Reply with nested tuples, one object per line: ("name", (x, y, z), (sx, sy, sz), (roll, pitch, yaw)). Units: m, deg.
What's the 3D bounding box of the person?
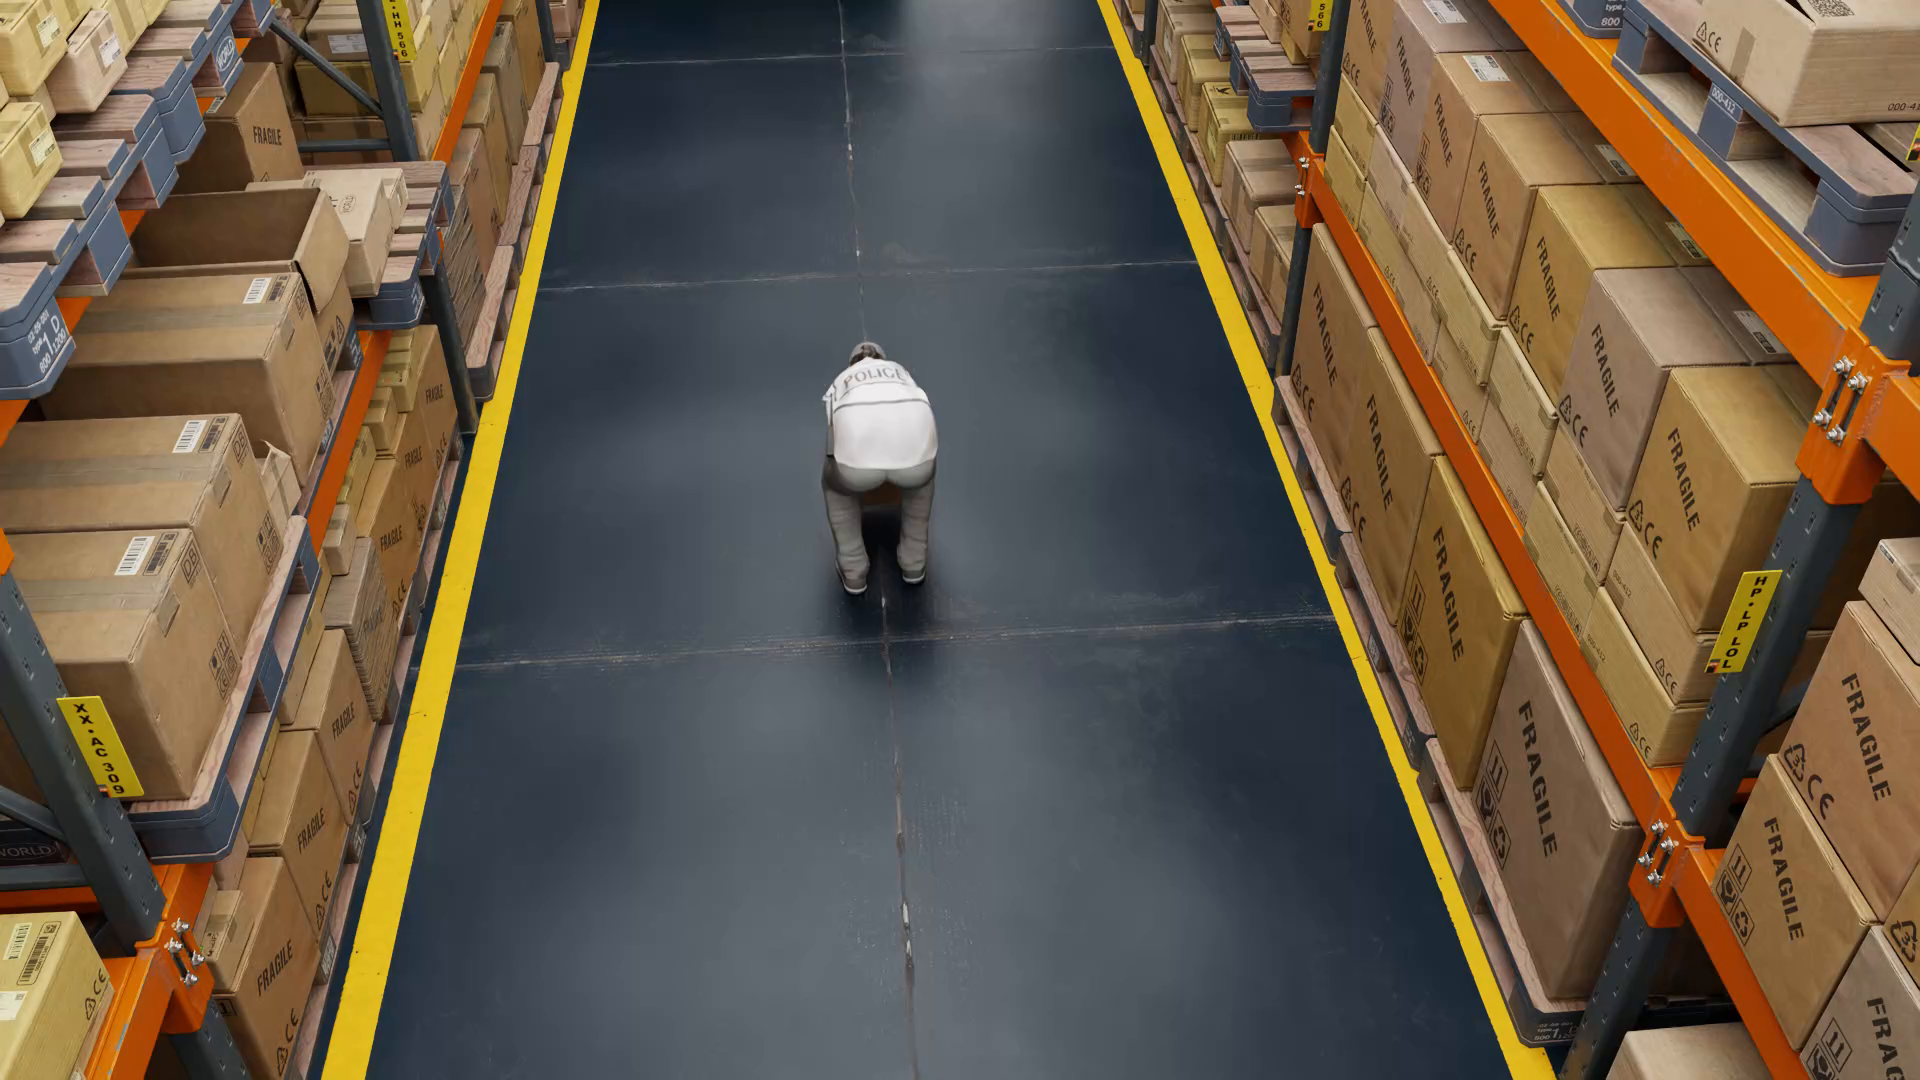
("person", (-0.353, -0.338, 7.099), (0.495, 0.990, 0.946), (-5, 40, -6))
